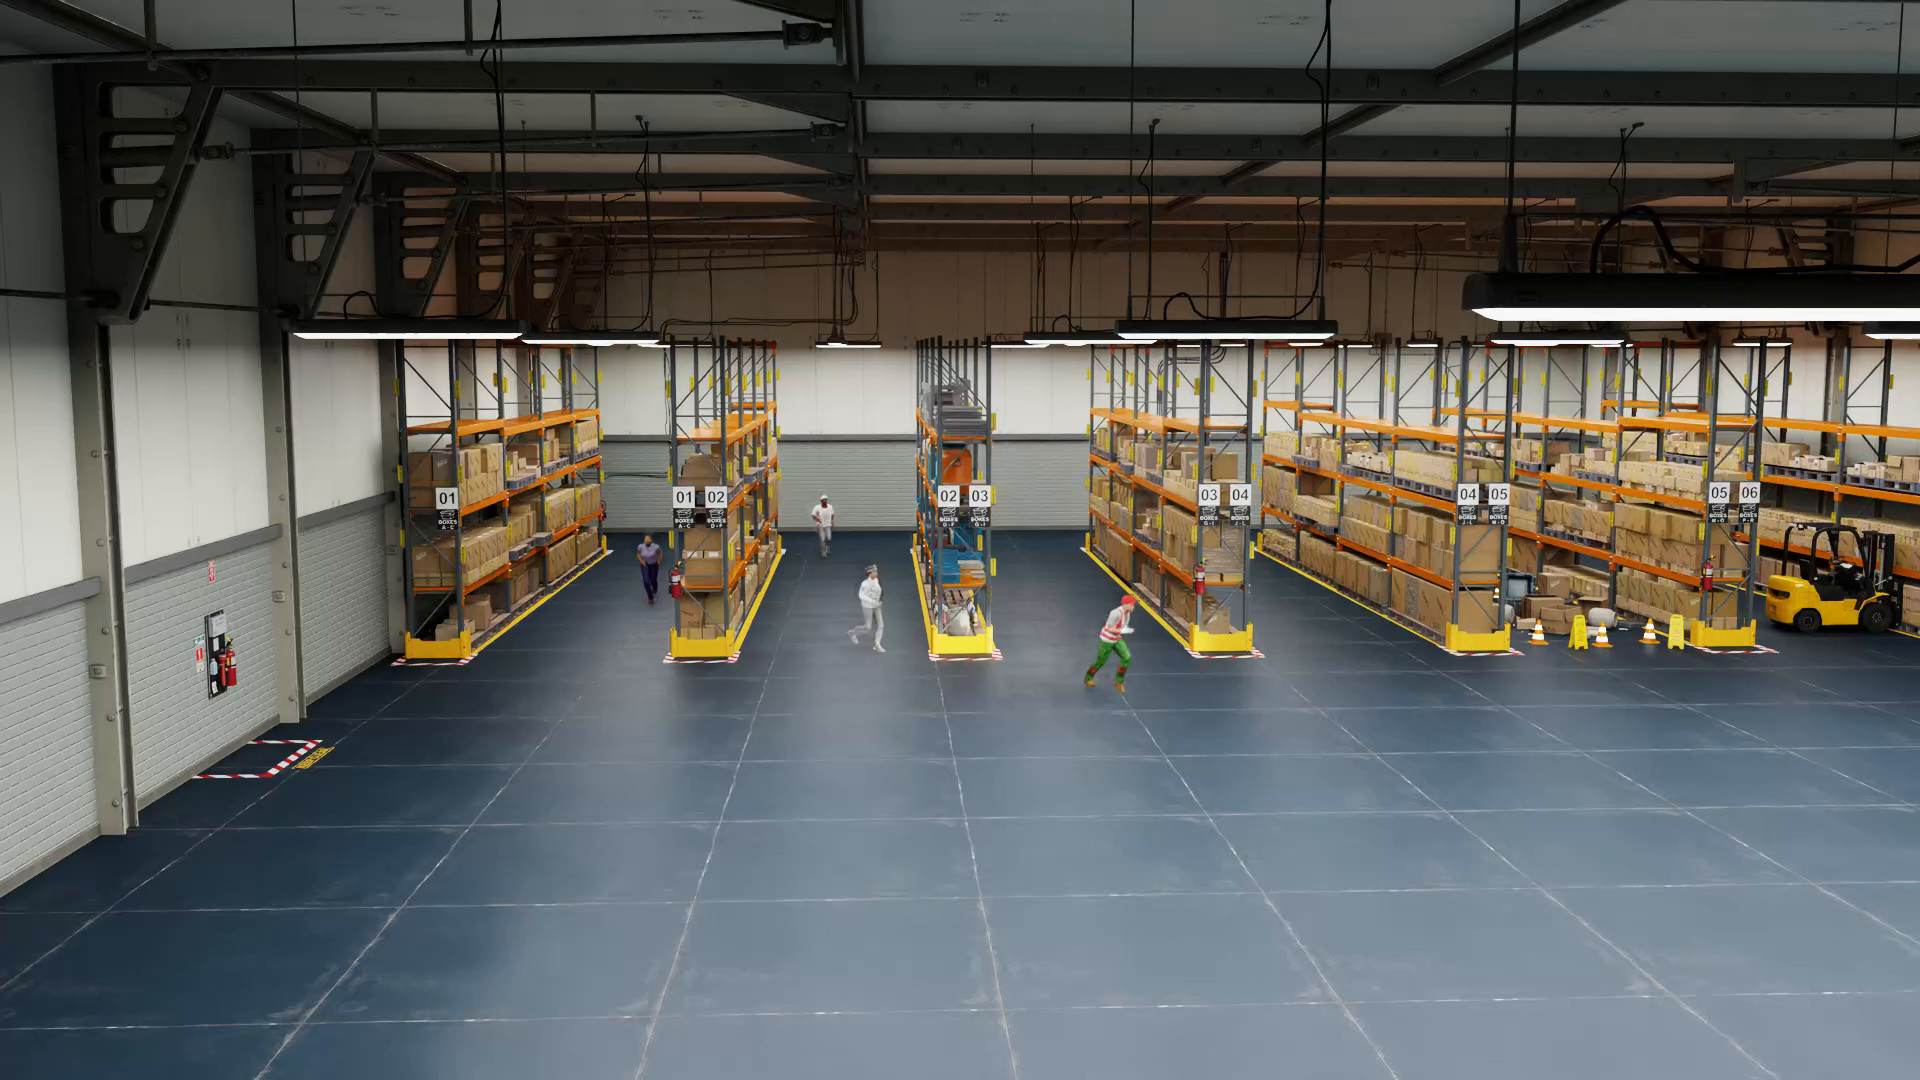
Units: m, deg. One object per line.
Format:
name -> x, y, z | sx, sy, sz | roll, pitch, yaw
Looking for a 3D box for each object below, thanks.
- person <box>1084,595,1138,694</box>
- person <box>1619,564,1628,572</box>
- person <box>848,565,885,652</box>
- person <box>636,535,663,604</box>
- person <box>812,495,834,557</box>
person -> 2.538, 1.745, 27.971 | 1.008, 1.715, 0.705 | 5, 8, 36
person -> 16.047, 0.427, 39.935 | 0.607, 1.598, 0.672 | -1, 7, -7
person -> -1.770, 1.292, 31.868 | 0.823, 1.687, 0.613 | 4, 8, 34
person -> -7.079, 0.647, 37.959 | 0.572, 1.595, 0.714 | 0, 6, -2
person -> -3.772, -0.384, 46.185 | 0.675, 1.730, 0.589 | -2, 7, -19
